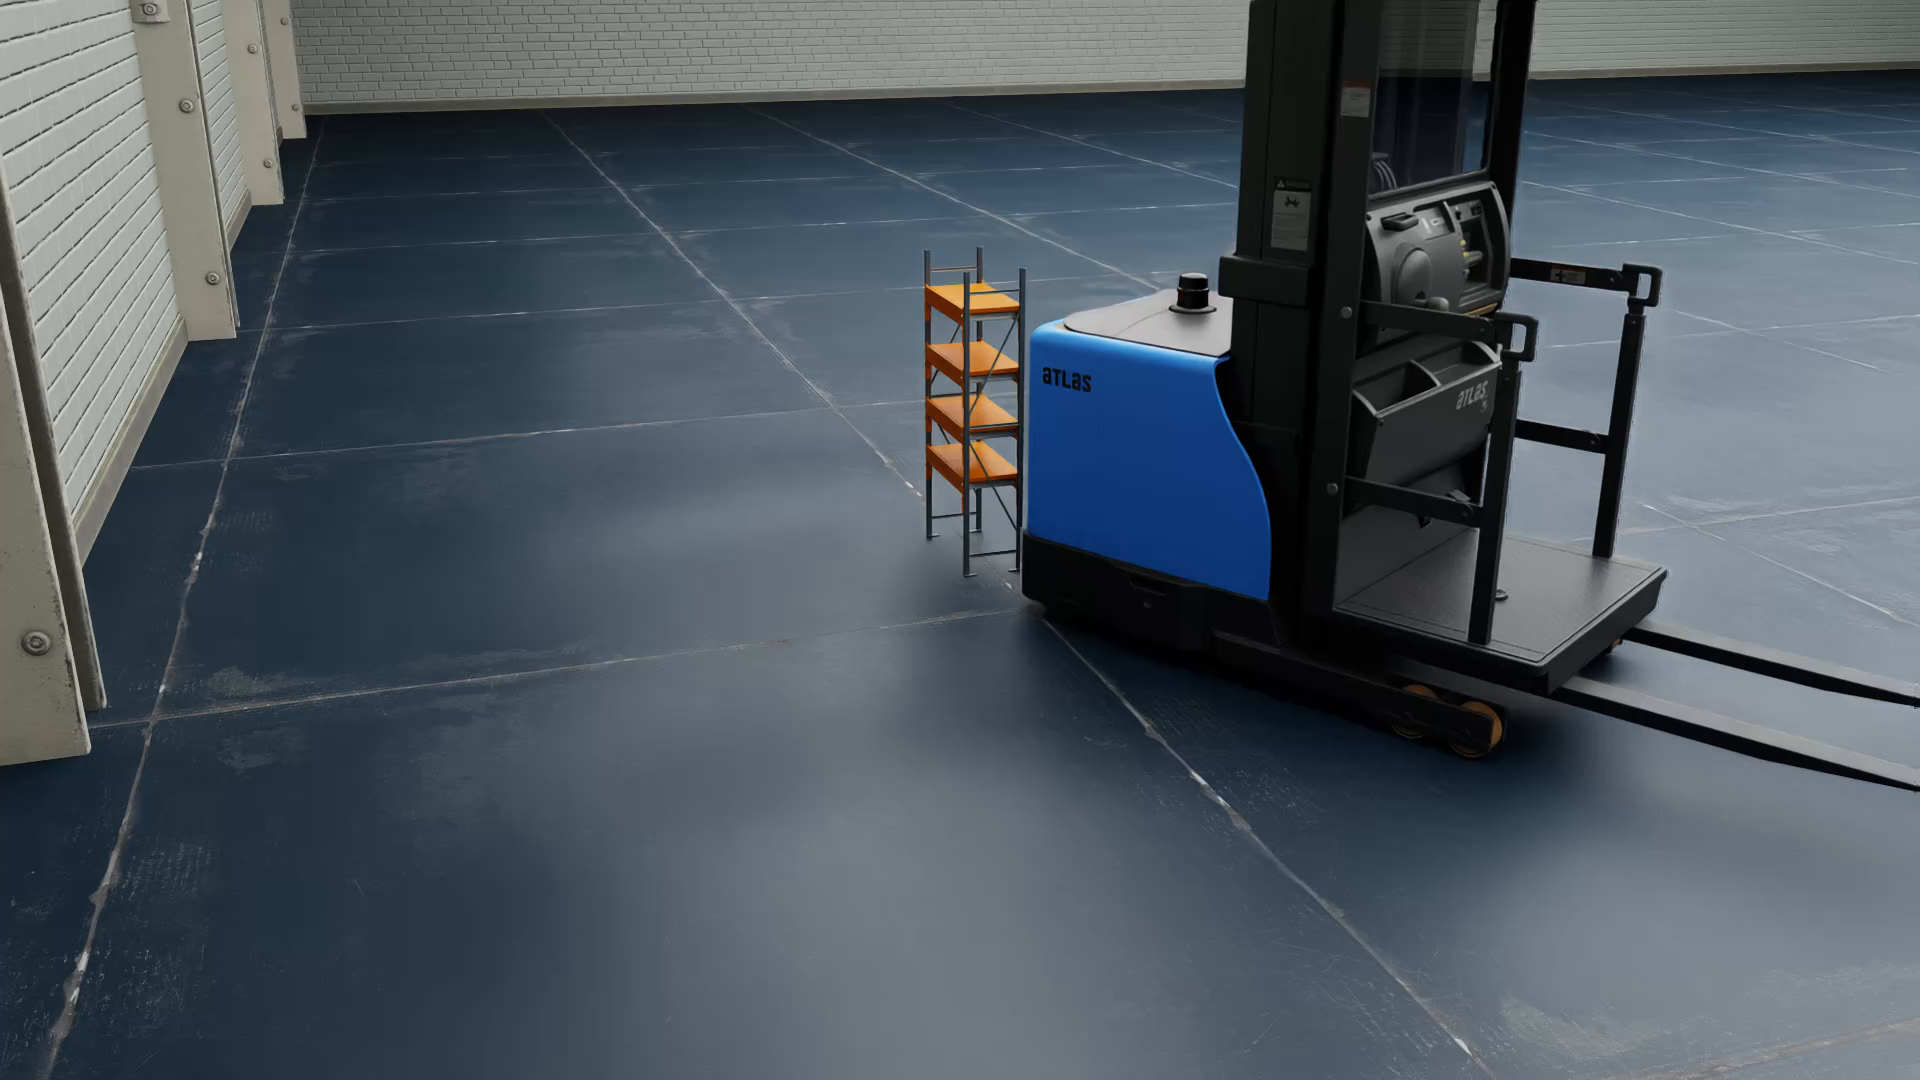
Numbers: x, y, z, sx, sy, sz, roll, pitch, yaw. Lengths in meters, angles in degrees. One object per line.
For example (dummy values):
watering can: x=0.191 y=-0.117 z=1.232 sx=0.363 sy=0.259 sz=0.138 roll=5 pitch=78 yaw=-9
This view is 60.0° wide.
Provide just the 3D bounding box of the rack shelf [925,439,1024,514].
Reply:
rack shelf: x=0.052 y=-0.261 z=6.656 sx=0.258 sy=0.148 sz=0.480 roll=-6 pitch=21 yaw=-17

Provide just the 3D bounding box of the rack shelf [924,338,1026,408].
rack shelf: x=0.052 y=-0.659 z=6.513 sx=0.258 sy=0.148 sz=0.480 roll=-6 pitch=21 yaw=-17

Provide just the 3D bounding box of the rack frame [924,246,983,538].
rack frame: x=-0.025 y=-0.590 z=6.784 sx=0.240 sy=1.200 sz=0.015 roll=-6 pitch=21 yaw=-17

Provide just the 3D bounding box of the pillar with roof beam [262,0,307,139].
pillar with roof beam: x=-4.448 y=-9.860 z=21.057 sx=9.100 sy=9.000 sz=0.400 roll=-6 pitch=21 yaw=-17

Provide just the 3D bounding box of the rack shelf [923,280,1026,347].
rack shelf: x=0.052 y=-0.881 z=6.433 sx=0.258 sy=0.148 sz=0.480 roll=-6 pitch=21 yaw=-17

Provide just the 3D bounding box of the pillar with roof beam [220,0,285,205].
pillar with roof beam: x=-2.562 y=-7.935 z=15.696 sx=9.100 sy=9.000 sz=0.400 roll=-6 pitch=21 yaw=-17

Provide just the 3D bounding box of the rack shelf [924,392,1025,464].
rack shelf: x=0.052 y=-0.448 z=6.589 sx=0.258 sy=0.148 sz=0.480 roll=-6 pitch=21 yaw=-17

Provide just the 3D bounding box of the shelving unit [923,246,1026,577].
shelving unit: x=0.052 y=-0.512 z=6.566 sx=0.258 sy=1.200 sz=0.503 roll=-6 pitch=21 yaw=-17

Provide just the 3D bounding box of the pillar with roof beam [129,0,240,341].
pillar with roof beam: x=-0.676 y=-6.010 z=10.336 sx=9.100 sy=9.000 sz=0.400 roll=-6 pitch=21 yaw=-17

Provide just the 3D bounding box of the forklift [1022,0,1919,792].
forklift: x=1.677 y=-0.917 z=5.134 sx=3.031 sy=2.935 sz=1.130 roll=16 pitch=25 yaw=38

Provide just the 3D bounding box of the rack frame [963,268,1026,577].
rack frame: x=0.129 y=-0.433 z=6.348 sx=0.240 sy=1.200 sz=0.015 roll=-6 pitch=21 yaw=-17
